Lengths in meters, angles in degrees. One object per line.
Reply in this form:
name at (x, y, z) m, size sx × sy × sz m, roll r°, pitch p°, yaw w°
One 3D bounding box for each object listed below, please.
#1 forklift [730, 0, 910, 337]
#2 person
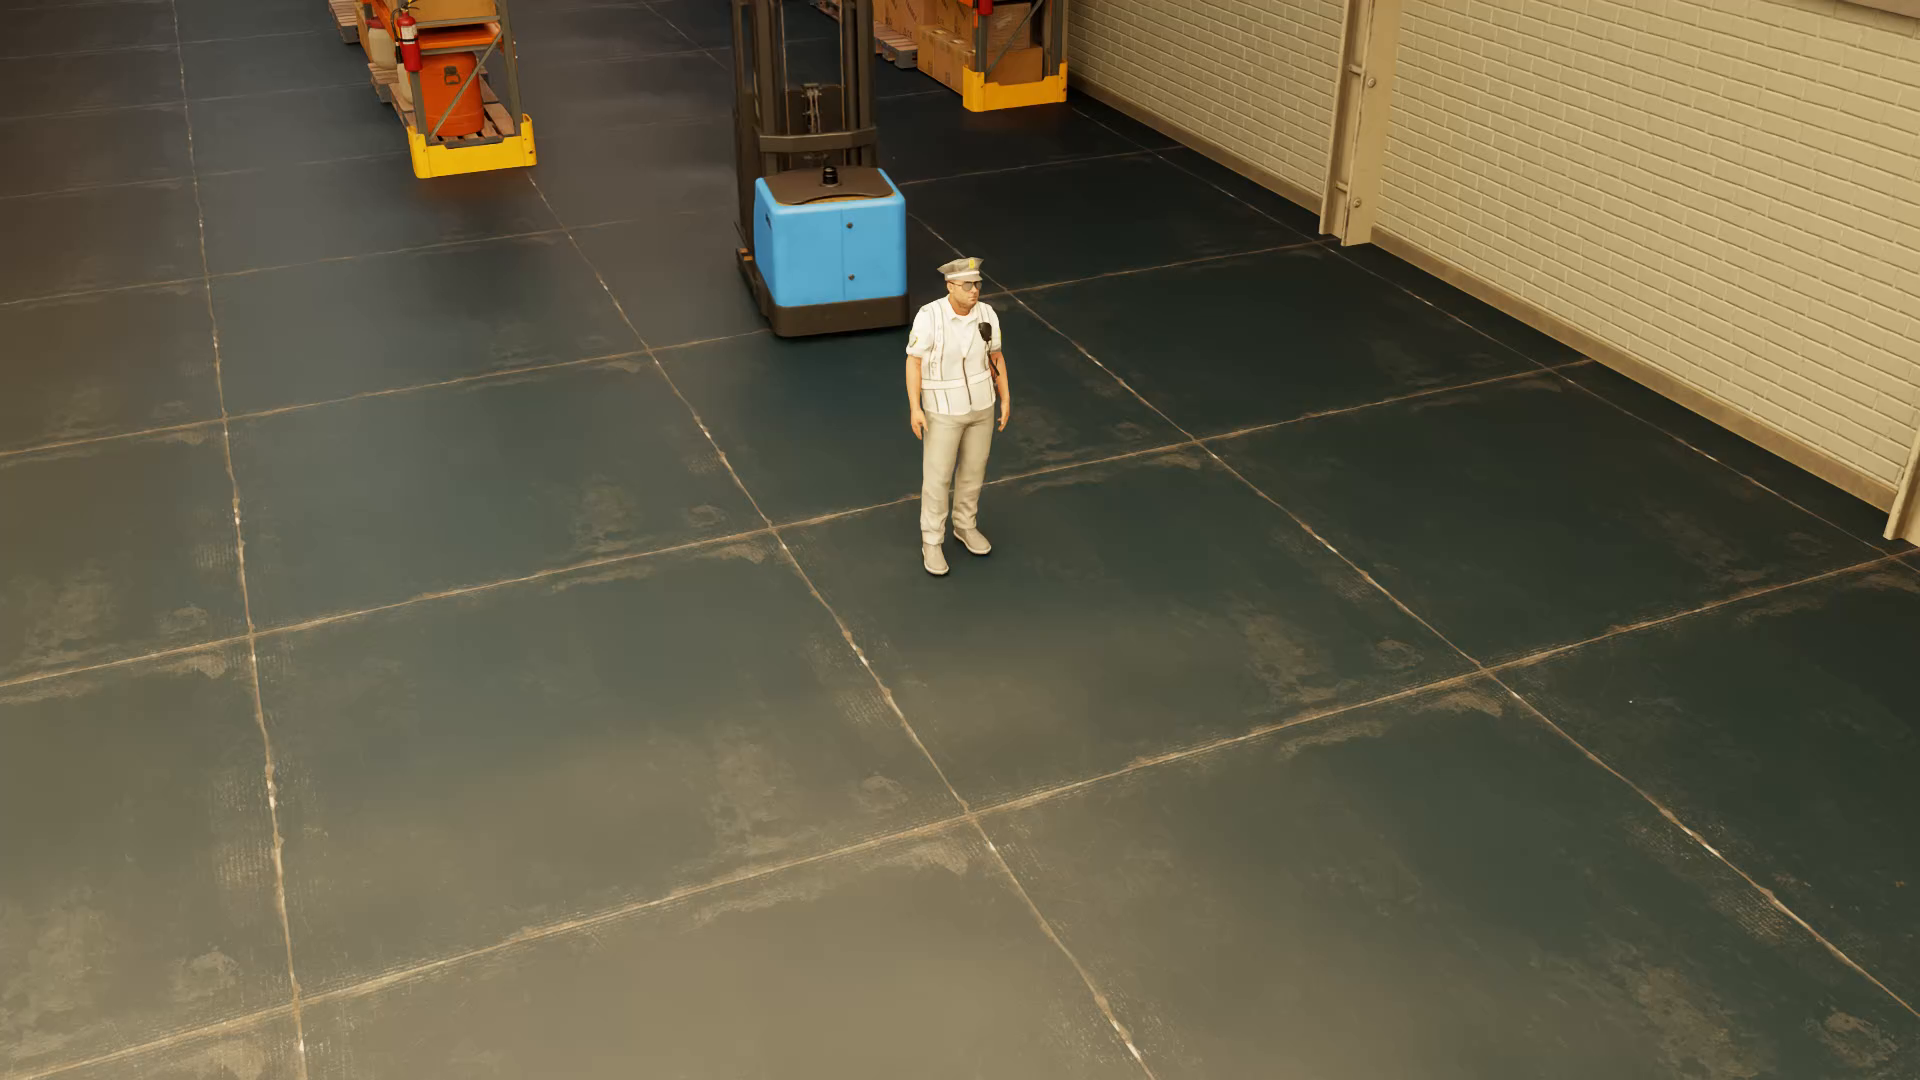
forklift at (-1.272, -3.531, 13.295) m, size 1.130 × 2.935 × 3.031 m, roll -8°, pitch 31°, yaw -13°
person at (0.020, -0.742, 9.561) m, size 0.640 × 1.781 × 0.575 m, roll -12°, pitch 32°, yaw -20°
